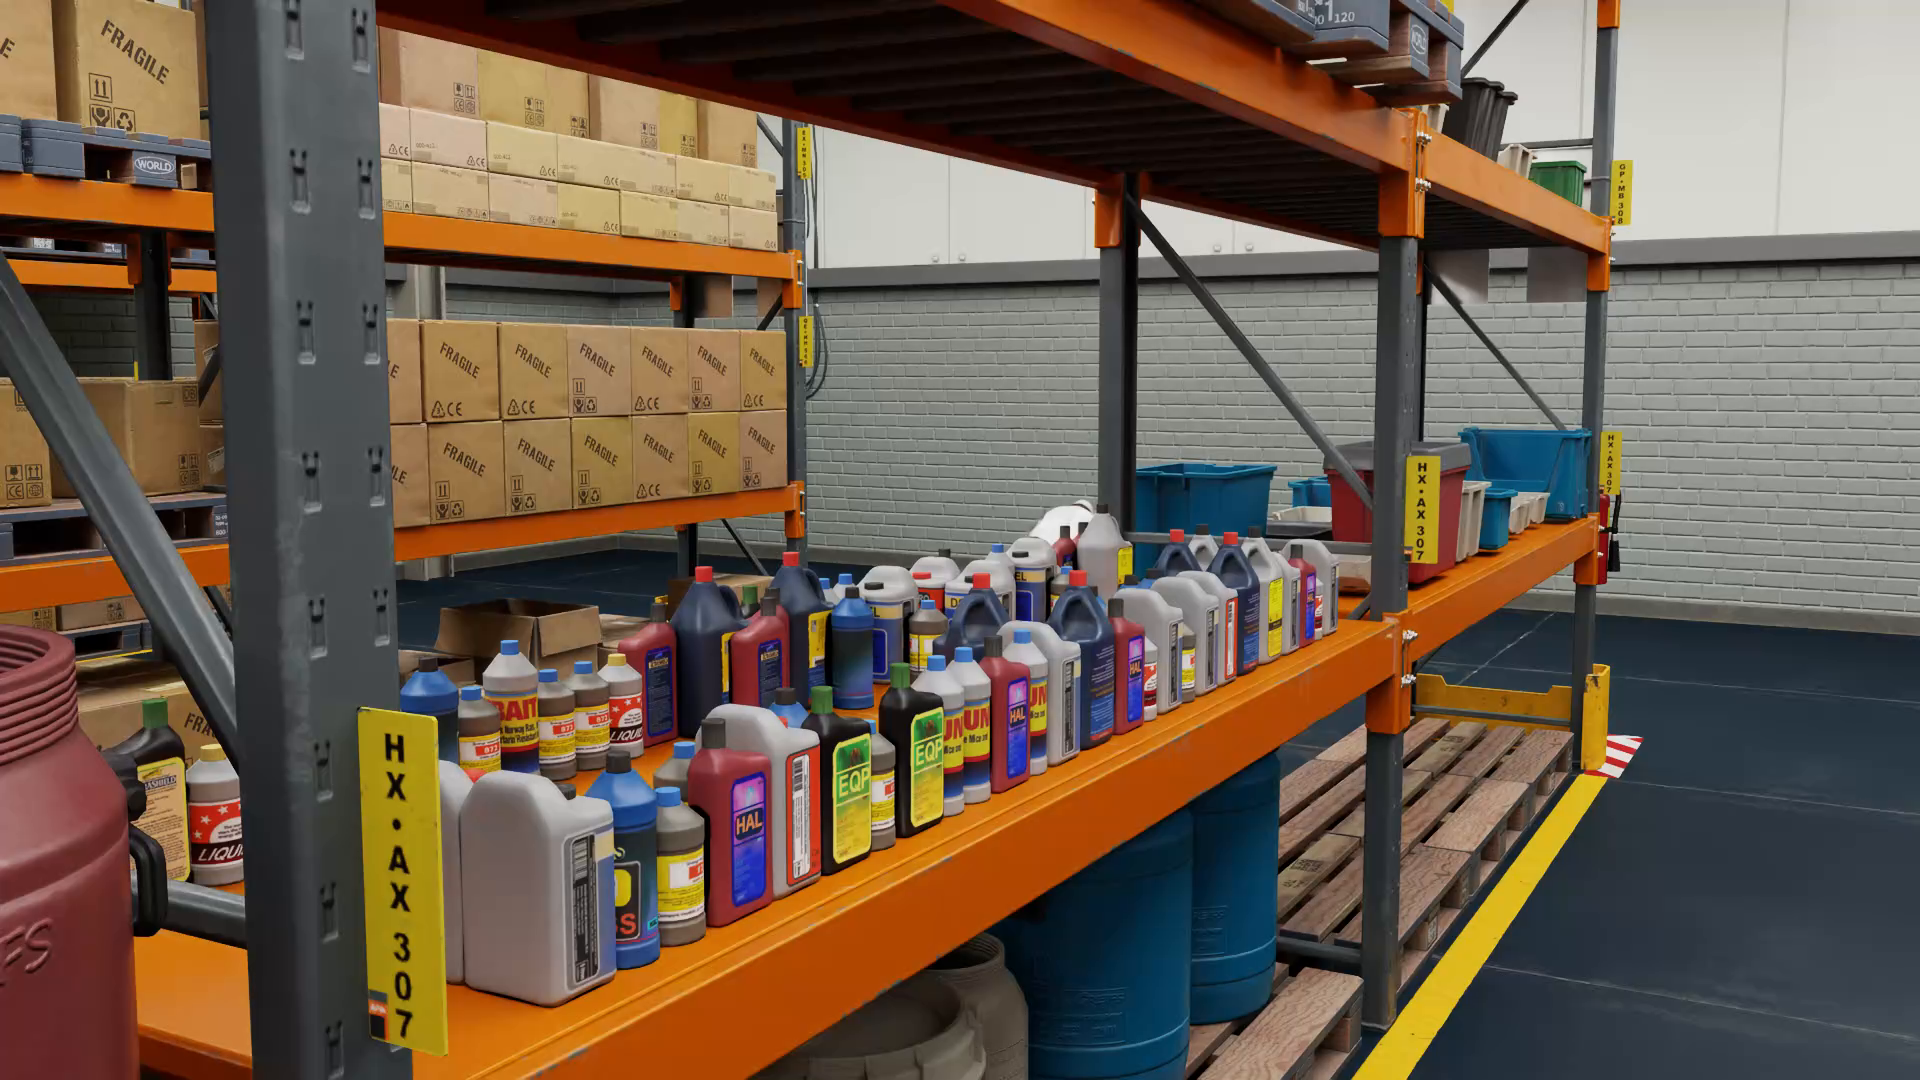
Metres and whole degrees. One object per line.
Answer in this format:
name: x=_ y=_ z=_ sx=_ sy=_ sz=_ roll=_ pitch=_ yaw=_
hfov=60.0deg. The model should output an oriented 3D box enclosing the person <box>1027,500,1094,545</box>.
person: x=0.832 y=0.214 z=13.136 sx=0.526 sy=1.012 sz=0.956 roll=3 pitch=7 yaw=26
